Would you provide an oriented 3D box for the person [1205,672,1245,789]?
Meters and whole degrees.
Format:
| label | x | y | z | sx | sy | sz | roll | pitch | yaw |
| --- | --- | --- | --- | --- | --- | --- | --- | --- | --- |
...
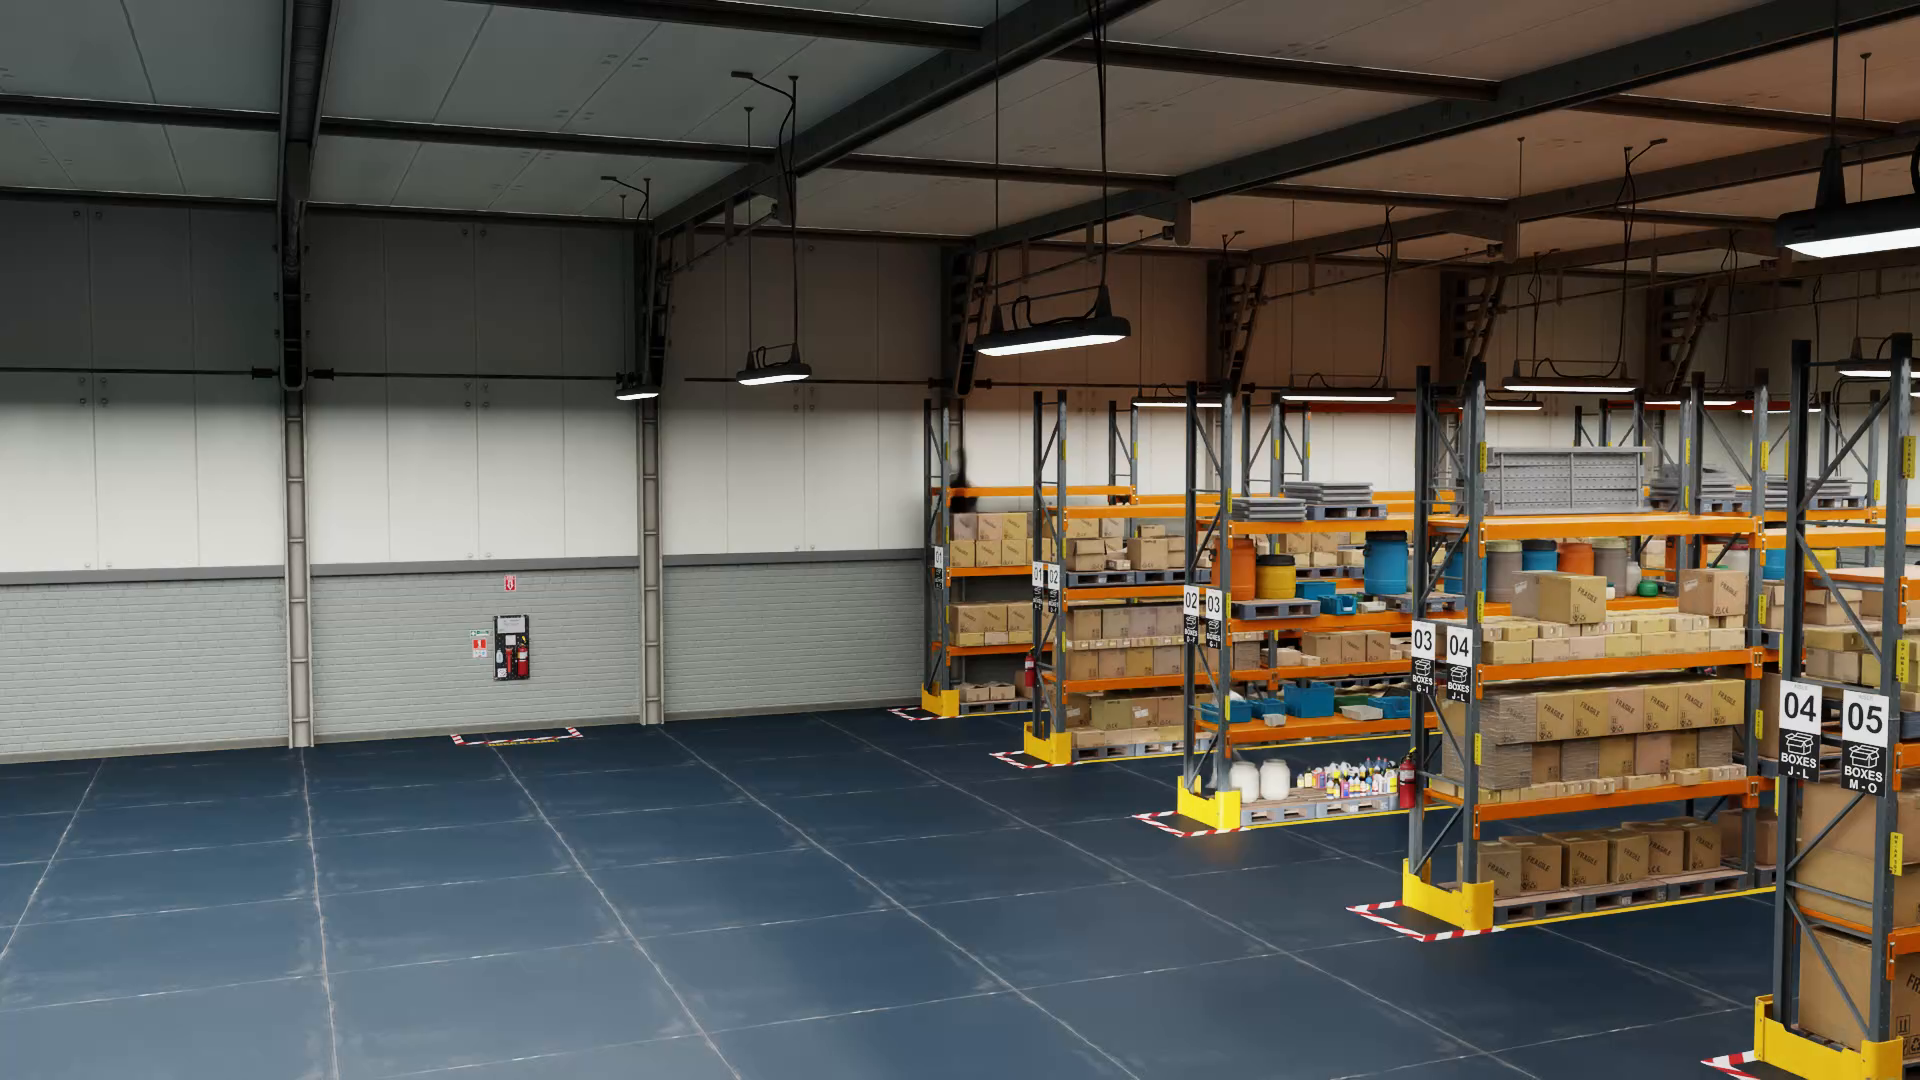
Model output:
| label | x | y | z | sx | sy | sz | roll | pitch | yaw |
| --- | --- | --- | --- | --- | --- | --- | --- | --- | --- |
| person | 4.008 | 2.845 | 24.942 | 0.860 | 1.735 | 0.568 | -2 | 4 | -24 |

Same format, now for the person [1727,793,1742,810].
| label | x | y | z | sx | sy | sz | roll | pitch | yaw |
| --- | --- | --- | --- | --- | --- | --- | --- | --- | --- |
| person | 10.390 | 3.148 | 22.166 | 0.802 | 1.468 | 0.557 | -1 | 4 | -20 |
